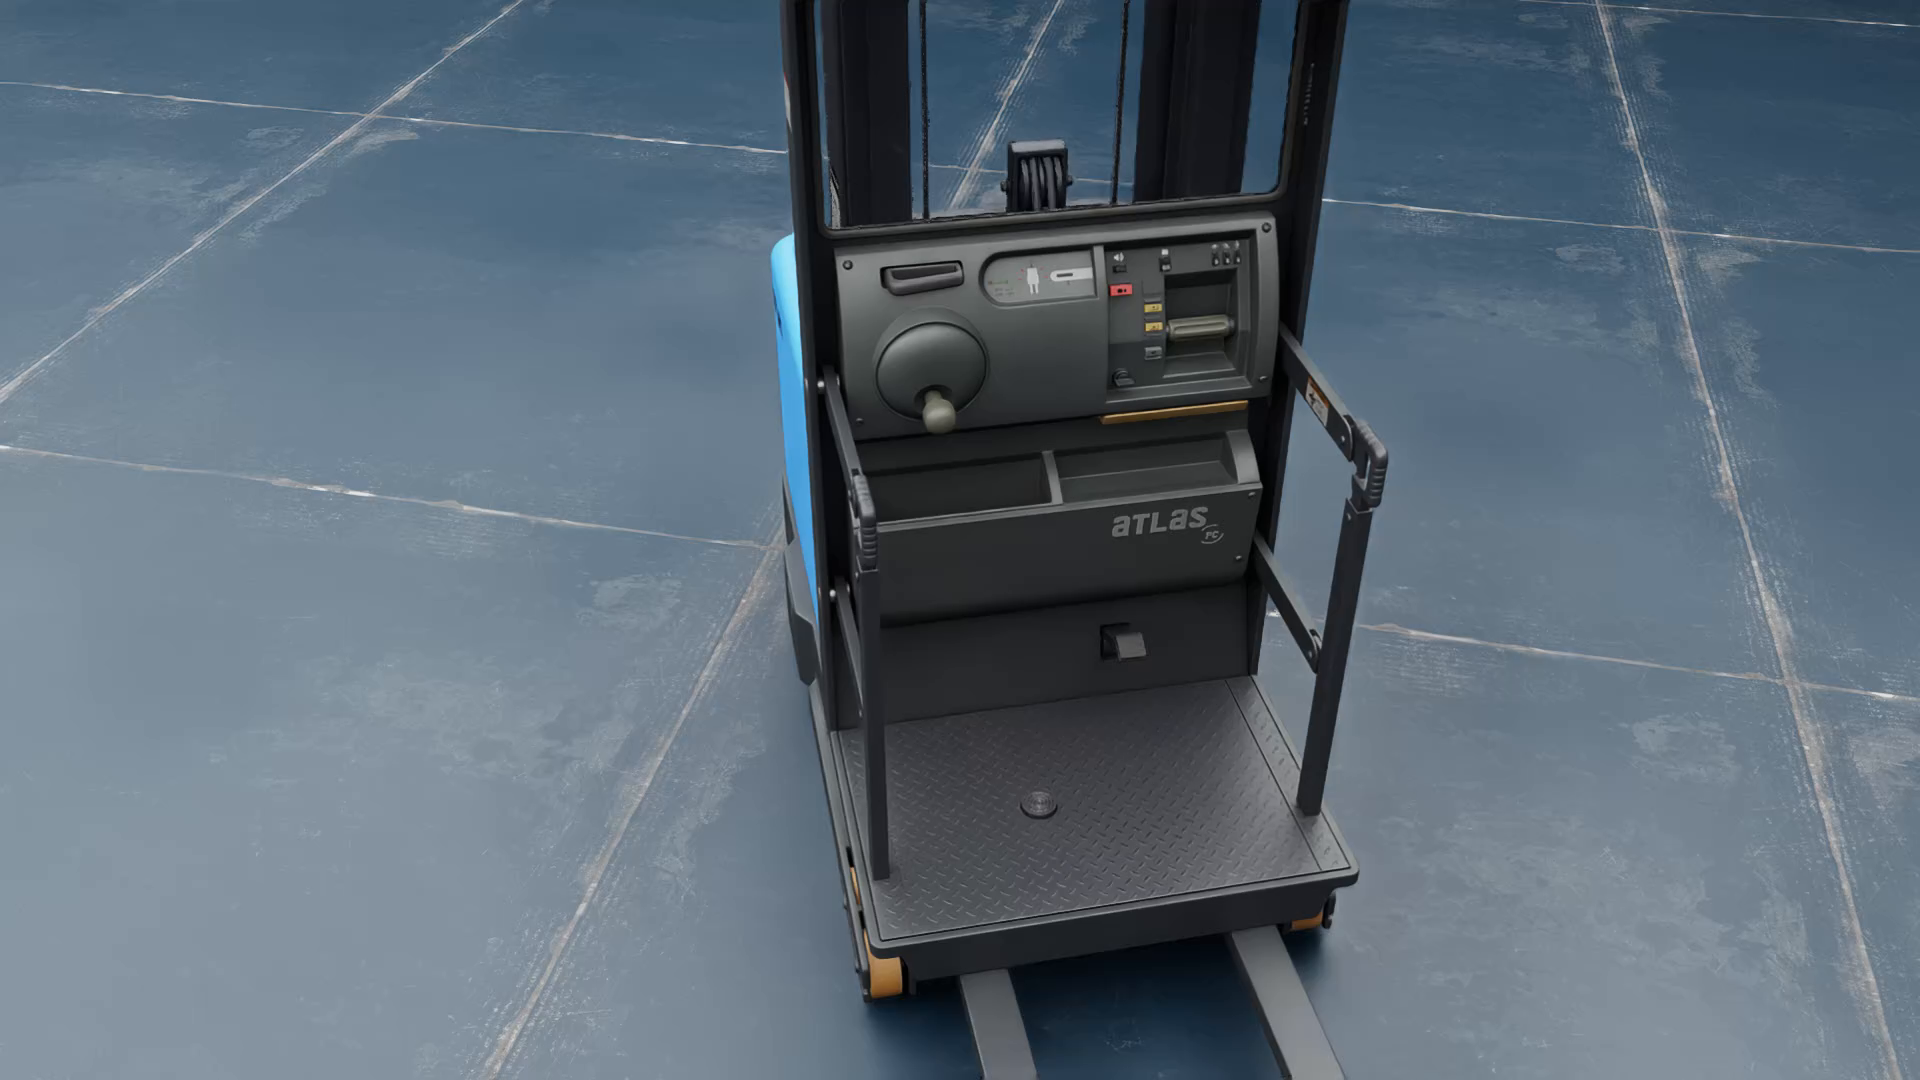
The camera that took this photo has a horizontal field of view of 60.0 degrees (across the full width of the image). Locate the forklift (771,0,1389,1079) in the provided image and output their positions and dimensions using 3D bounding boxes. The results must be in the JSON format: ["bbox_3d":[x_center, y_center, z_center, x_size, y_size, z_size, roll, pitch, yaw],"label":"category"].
[{"bbox_3d":[0.256,-0.381,3.278,1.130,2.935,3.031,-7,36,-9],"label":"forklift"}]
